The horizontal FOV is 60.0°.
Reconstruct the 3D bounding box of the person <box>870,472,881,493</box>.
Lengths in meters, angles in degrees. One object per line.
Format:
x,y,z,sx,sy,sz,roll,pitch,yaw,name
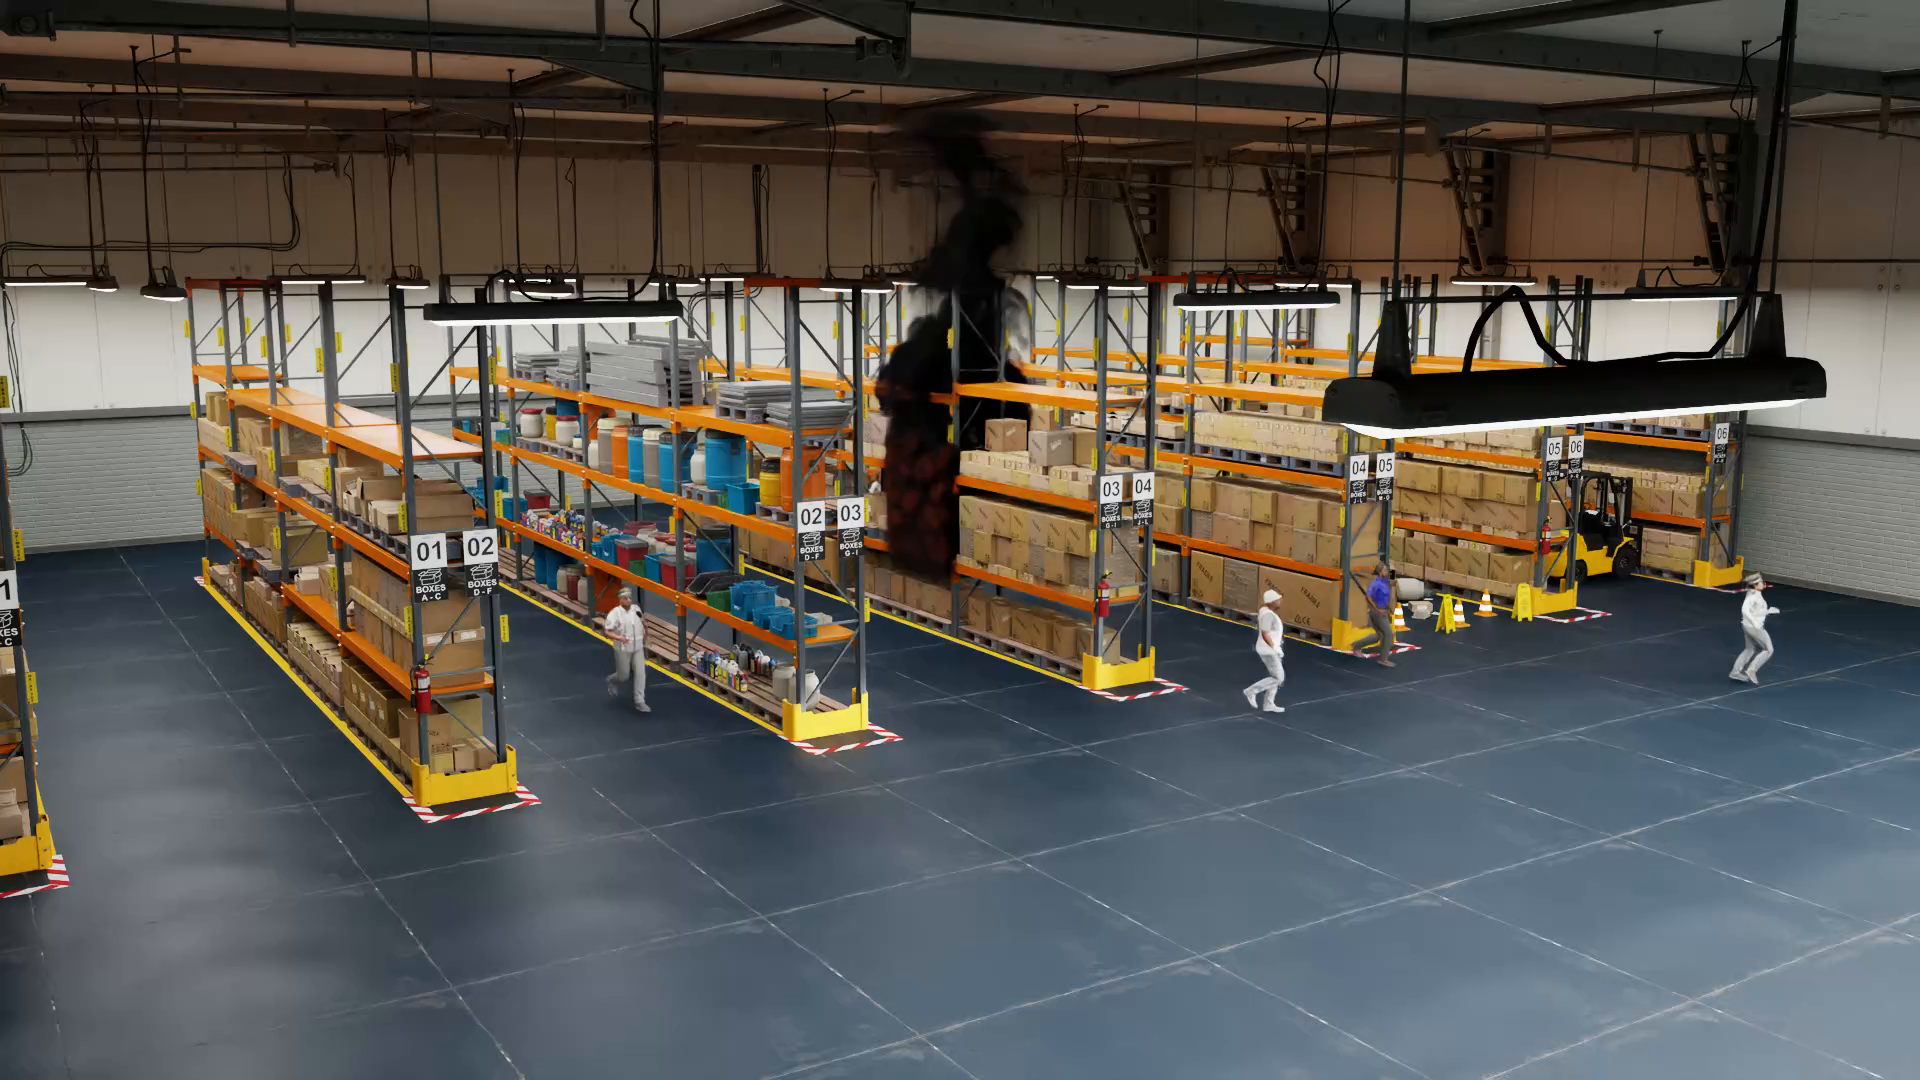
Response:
-1.854,-0.738,37.600,0.528,1.635,0.746,-6,11,-32,person

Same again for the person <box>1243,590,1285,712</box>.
4.305,1.567,23.478,0.603,1.756,0.703,1,10,4,person

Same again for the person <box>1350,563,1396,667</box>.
6.535,1.165,26.211,0.742,1.629,0.593,4,10,23,person

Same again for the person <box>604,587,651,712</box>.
-4.703,1.526,23.646,0.678,1.747,0.992,-7,12,-37,person

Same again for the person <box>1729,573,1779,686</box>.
11.975,1.341,25.004,0.641,1.714,0.594,2,10,13,person
